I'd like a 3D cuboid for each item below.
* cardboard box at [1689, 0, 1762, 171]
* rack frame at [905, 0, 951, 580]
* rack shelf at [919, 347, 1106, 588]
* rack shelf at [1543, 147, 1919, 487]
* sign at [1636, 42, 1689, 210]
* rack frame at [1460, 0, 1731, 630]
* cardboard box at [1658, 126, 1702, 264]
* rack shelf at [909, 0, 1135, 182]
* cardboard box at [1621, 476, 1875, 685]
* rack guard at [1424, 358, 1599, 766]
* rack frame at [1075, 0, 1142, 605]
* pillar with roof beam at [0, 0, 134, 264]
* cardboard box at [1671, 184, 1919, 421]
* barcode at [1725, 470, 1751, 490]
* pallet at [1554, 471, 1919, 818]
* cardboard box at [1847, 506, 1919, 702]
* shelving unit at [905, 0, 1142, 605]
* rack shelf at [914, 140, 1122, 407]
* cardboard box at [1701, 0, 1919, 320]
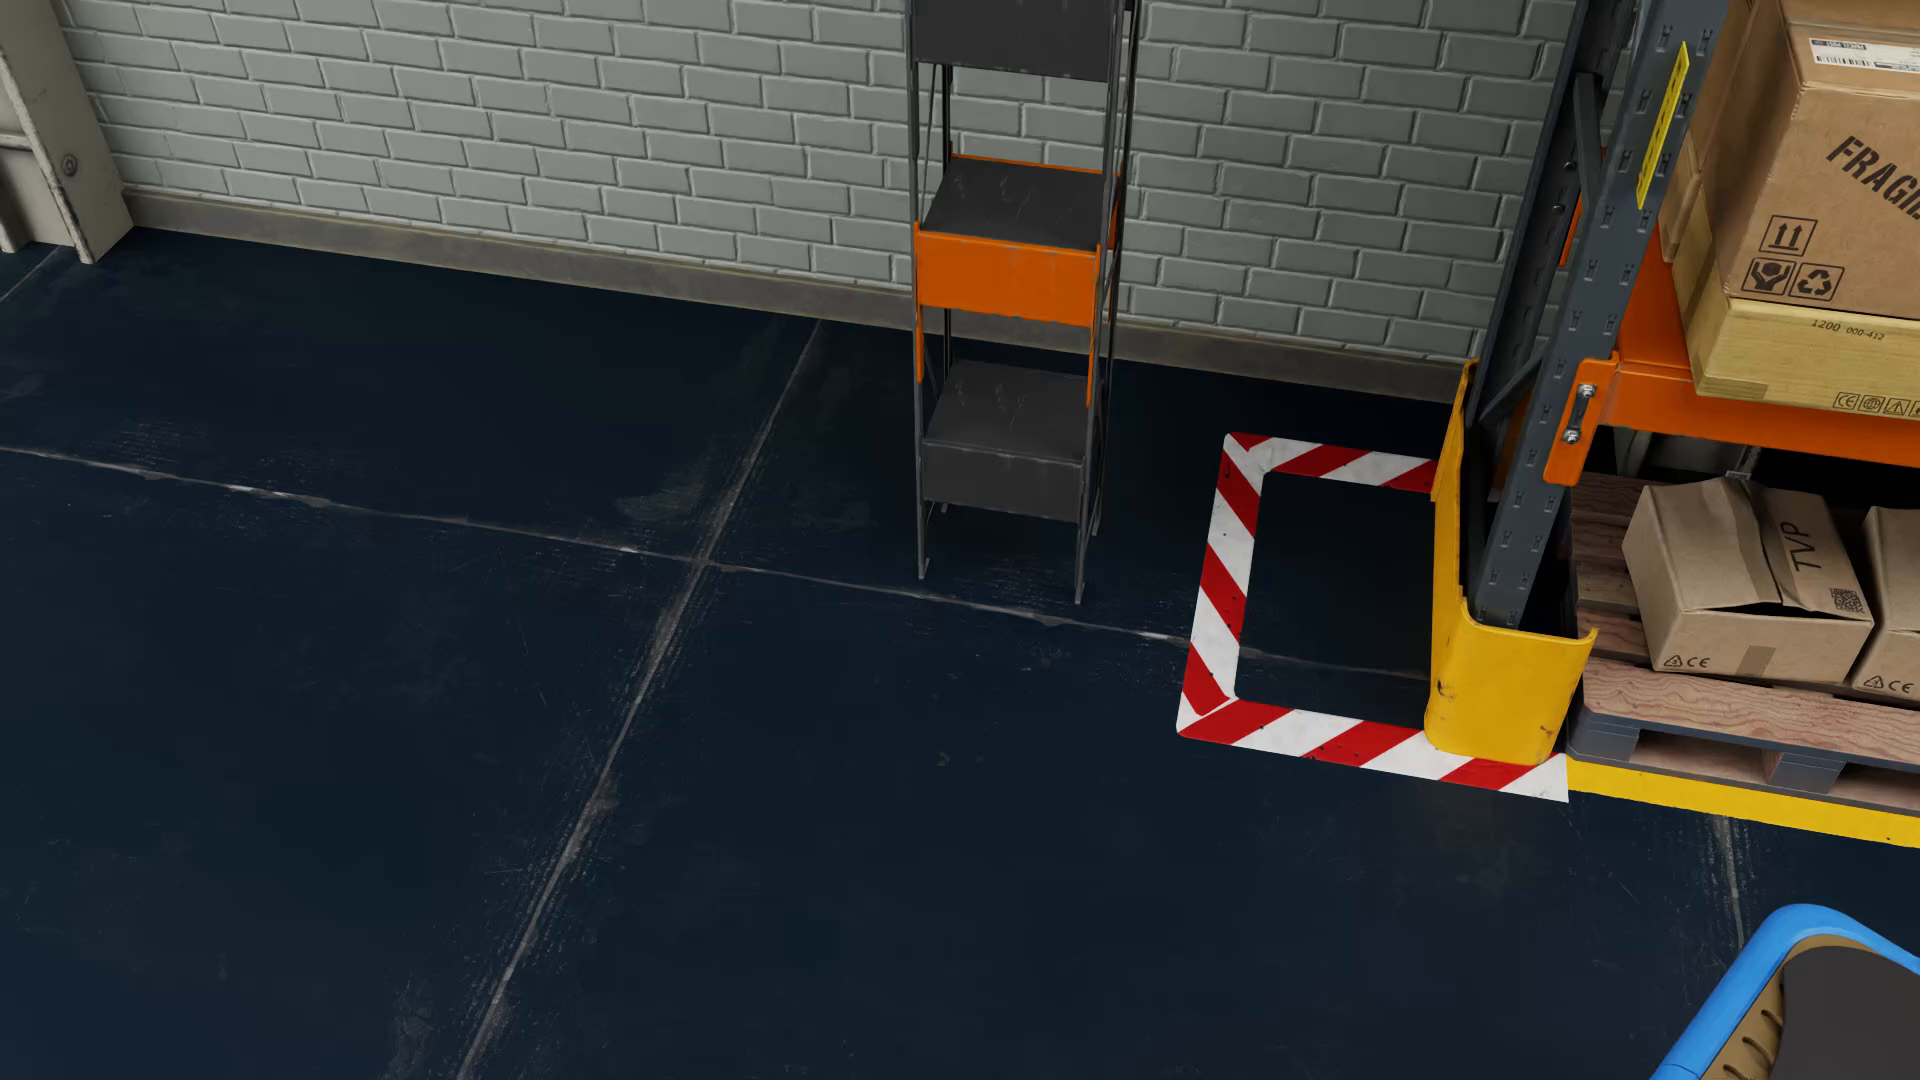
[{"bbox_3d":[2.024,-1.175,3.861,0.500,0.500,0.500,8,45,9],"label":"cardboard box"},{"bbox_3d":[-0.077,-0.768,4.534,0.015,2.100,0.400,9,45,9],"label":"rack frame"},{"bbox_3d":[0.162,-0.217,4.991,0.480,0.518,0.431,9,45,9],"label":"rack shelf"},{"bbox_3d":[3.469,-0.317,3.935,4.000,0.370,1.077,9,45,9],"label":"rack shelf"},{"bbox_3d":[1.399,-0.824,3.319,0.005,0.325,0.100,9,45,9],"label":"sign"},{"bbox_3d":[1.518,-0.879,4.000,0.127,3.000,1.000,9,45,9],"label":"rack frame"},{"bbox_3d":[2.016,-0.893,4.108,0.500,0.250,0.500,9,45,10],"label":"cardboard box"},{"bbox_3d":[0.162,-1.226,4.020,0.480,0.518,0.431,9,45,9],"label":"rack shelf"},{"bbox_3d":[2.173,0.097,4.608,0.500,0.311,0.500,4,44,4],"label":"cardboard box"},{"bbox_3d":[1.592,0.033,4.855,0.348,0.500,1.175,9,45,9],"label":"rack guard"},{"bbox_3d":[0.400,-0.694,4.457,0.015,2.100,0.400,9,45,9],"label":"rack frame"},{"bbox_3d":[-4.406,-1.515,0.335,0.400,9.000,9.100,9,45,9],"label":"pillar with roof beam"},{"bbox_3d":[1.925,-0.544,3.746,0.500,0.250,0.500,8,44,8],"label":"cardboard box"},{"bbox_3d":[2.278,-0.175,4.883,0.075,0.075,0.001,9,45,9],"label":"barcode"},{"bbox_3d":[2.377,0.284,4.803,1.213,0.211,1.003,9,45,9],"label":"pallet"},{"bbox_3d":[2.730,0.183,4.519,0.500,0.311,0.500,12,45,12],"label":"cardboard box"},{"bbox_3d":[0.162,-0.731,4.496,0.503,2.100,0.431,9,45,9],"label":"shelving unit"},{"bbox_3d":[0.162,-0.722,4.505,0.480,0.518,0.431,9,45,9],"label":"rack shelf"},{"bbox_3d":[1.918,-0.827,3.499,0.500,0.500,0.500,9,45,9],"label":"cardboard box"}]
